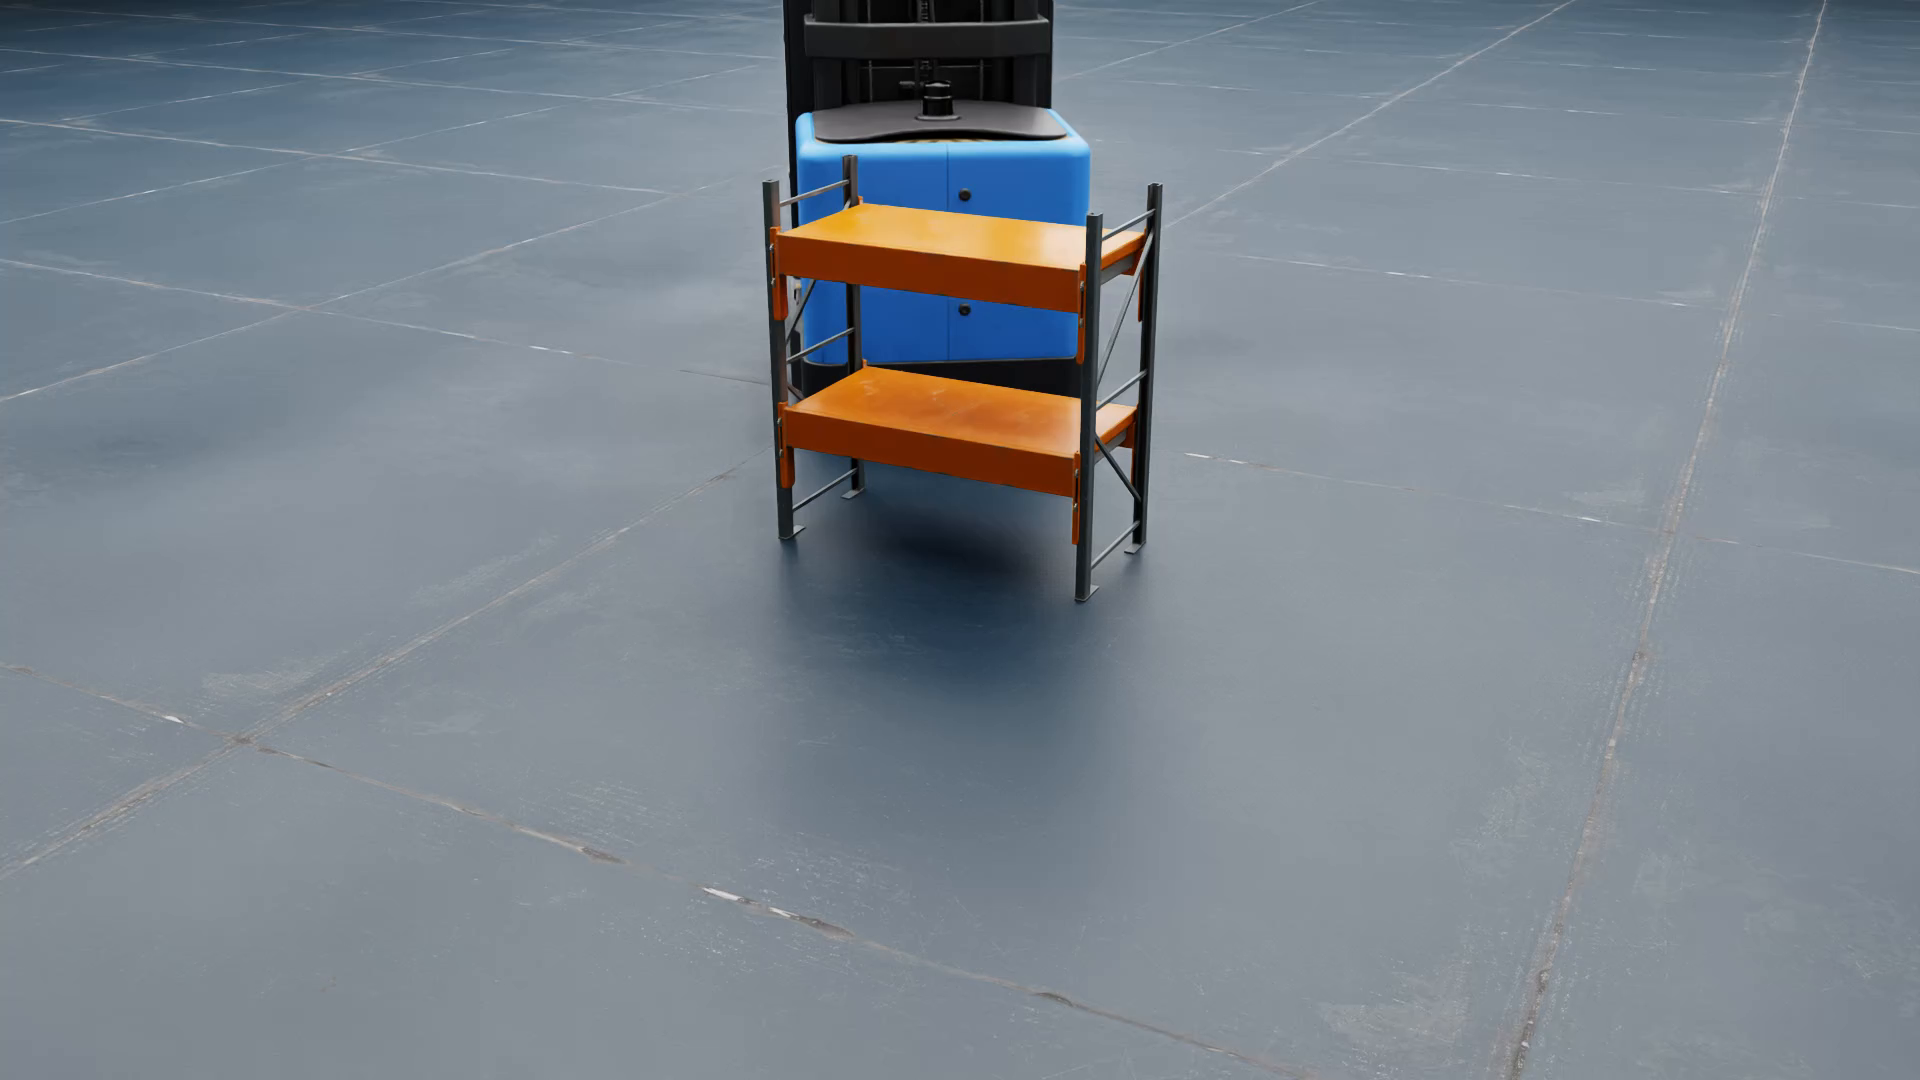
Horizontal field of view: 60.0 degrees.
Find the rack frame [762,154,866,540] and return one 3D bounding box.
[{"bbox_3d":[-0.448,-0.606,5.238,0.032,1.125,0.500,11,25,25],"label":"rack frame"}]

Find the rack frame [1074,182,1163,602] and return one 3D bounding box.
[{"bbox_3d":[0.460,-0.427,4.816,0.032,1.125,0.500,11,25,25],"label":"rack frame"}]

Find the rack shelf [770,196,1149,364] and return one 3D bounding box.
[{"bbox_3d":[0.006,-0.786,4.913,1.000,0.278,0.538,11,25,25],"label":"rack shelf"}]

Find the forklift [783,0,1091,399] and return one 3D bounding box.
[{"bbox_3d":[-0.194,-2.290,6.891,1.130,2.935,3.031,-2,23,-5],"label":"forklift"}]

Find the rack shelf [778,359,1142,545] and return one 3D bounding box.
[{"bbox_3d":[0.006,-0.291,5.123,1.000,0.278,0.538,11,25,25],"label":"rack shelf"}]

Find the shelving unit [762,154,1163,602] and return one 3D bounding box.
[{"bbox_3d":[0.006,-0.516,5.027,1.048,1.125,0.538,11,25,25],"label":"shelving unit"}]
